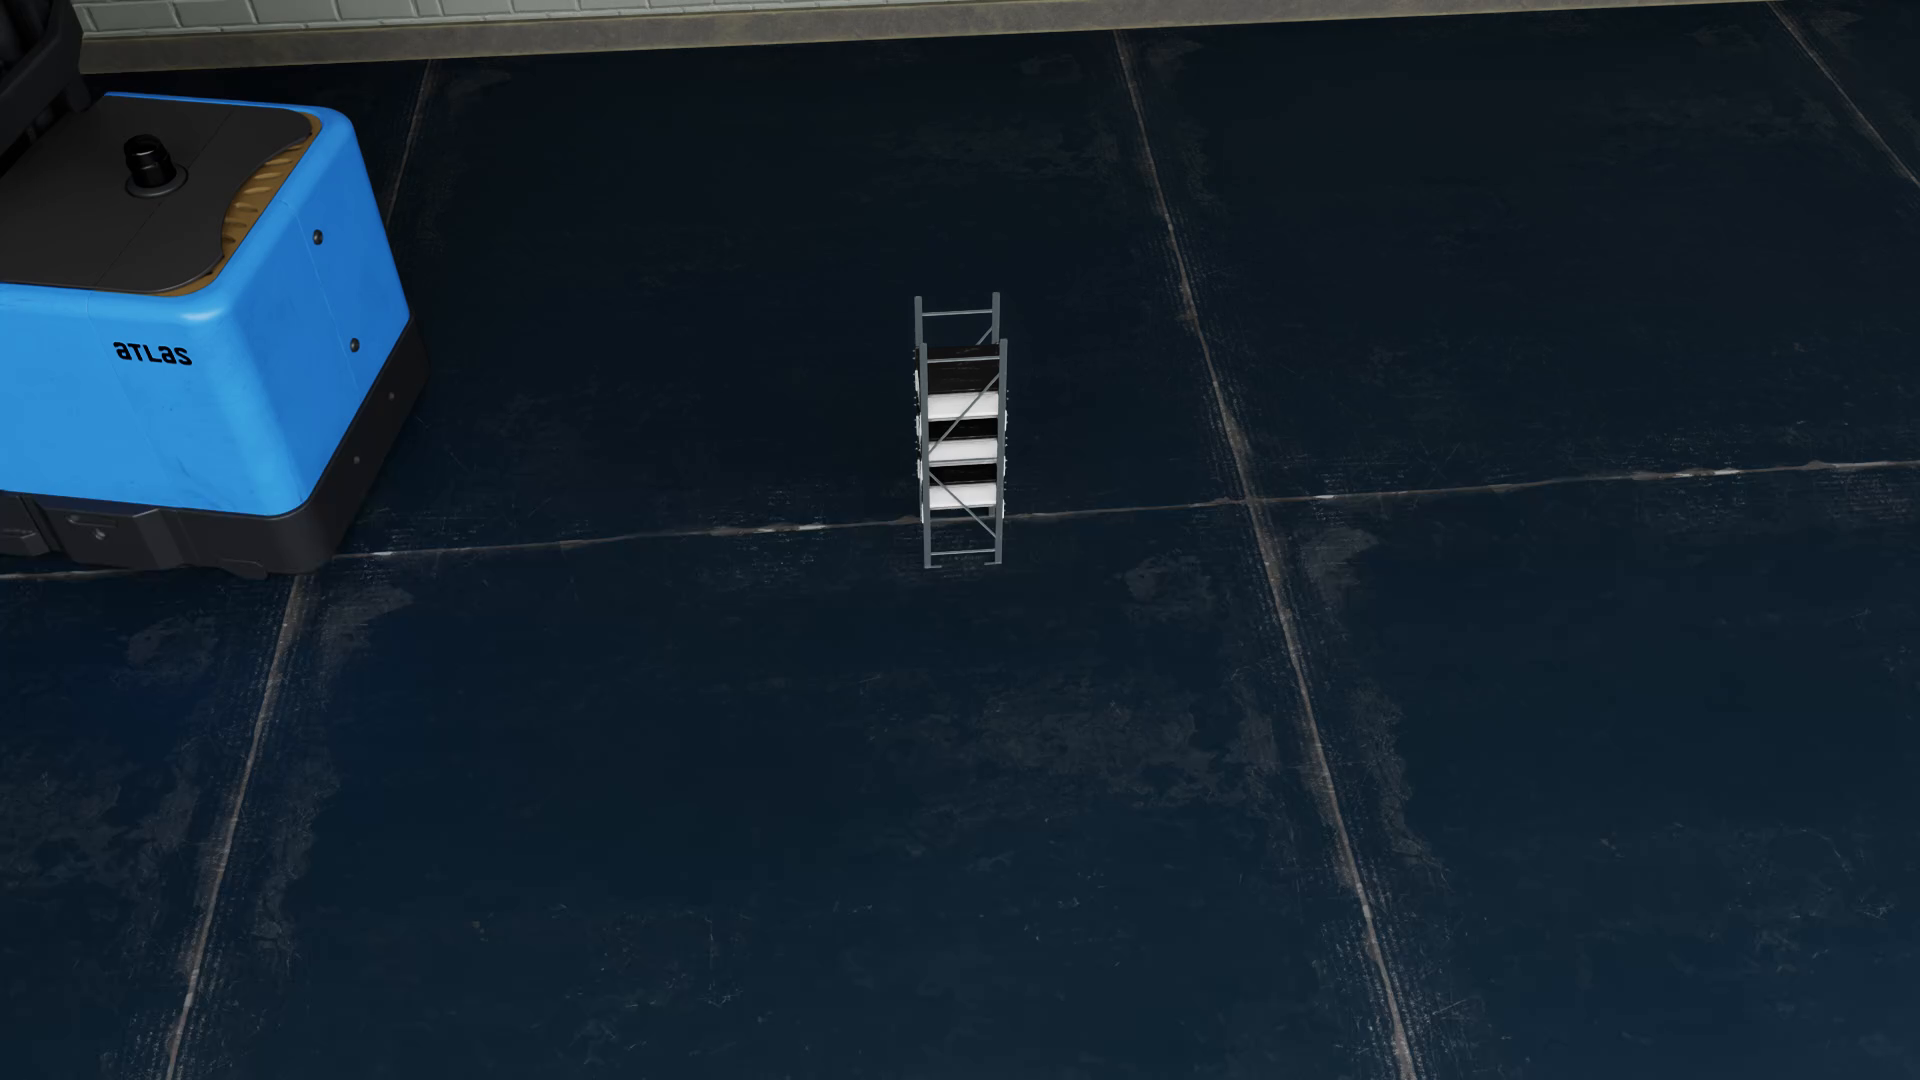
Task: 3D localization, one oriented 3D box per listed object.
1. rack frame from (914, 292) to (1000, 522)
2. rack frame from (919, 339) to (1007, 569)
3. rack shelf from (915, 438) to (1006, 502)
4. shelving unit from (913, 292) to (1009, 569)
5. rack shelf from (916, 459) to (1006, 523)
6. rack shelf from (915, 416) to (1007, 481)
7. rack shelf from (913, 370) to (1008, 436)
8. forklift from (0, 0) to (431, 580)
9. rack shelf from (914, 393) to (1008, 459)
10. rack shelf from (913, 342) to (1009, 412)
[{"bbox_3d":[-0.008,-0.377,4.987,0.240,0.900,0.006,-3,47,-3],"label":"rack frame"},{"bbox_3d":[0.009,-0.230,4.848,0.240,0.900,0.006,-3,47,-3],"label":"rack frame"},{"bbox_3d":[0.001,-0.219,5.007,0.258,0.077,0.200,-3,47,-3],"label":"rack shelf"},{"bbox_3d":[0.001,-0.304,4.918,0.258,0.900,0.210,-3,47,-3],"label":"shelving unit"},{"bbox_3d":[0.001,-0.157,5.073,0.258,0.077,0.200,-3,47,-3],"label":"rack shelf"},{"bbox_3d":[0.001,-0.281,4.942,0.258,0.077,0.200,-3,47,-3],"label":"rack shelf"},{"bbox_3d":[0.001,-0.404,4.811,0.258,0.077,0.200,-3,47,-3],"label":"rack shelf"},{"bbox_3d":[-3.370,-1.364,4.523,3.031,2.935,1.130,5,47,5],"label":"forklift"},{"bbox_3d":[0.001,-0.343,4.877,0.258,0.077,0.200,-3,47,-3],"label":"rack shelf"},{"bbox_3d":[0.001,-0.466,4.746,0.258,0.077,0.200,-3,47,-3],"label":"rack shelf"}]
